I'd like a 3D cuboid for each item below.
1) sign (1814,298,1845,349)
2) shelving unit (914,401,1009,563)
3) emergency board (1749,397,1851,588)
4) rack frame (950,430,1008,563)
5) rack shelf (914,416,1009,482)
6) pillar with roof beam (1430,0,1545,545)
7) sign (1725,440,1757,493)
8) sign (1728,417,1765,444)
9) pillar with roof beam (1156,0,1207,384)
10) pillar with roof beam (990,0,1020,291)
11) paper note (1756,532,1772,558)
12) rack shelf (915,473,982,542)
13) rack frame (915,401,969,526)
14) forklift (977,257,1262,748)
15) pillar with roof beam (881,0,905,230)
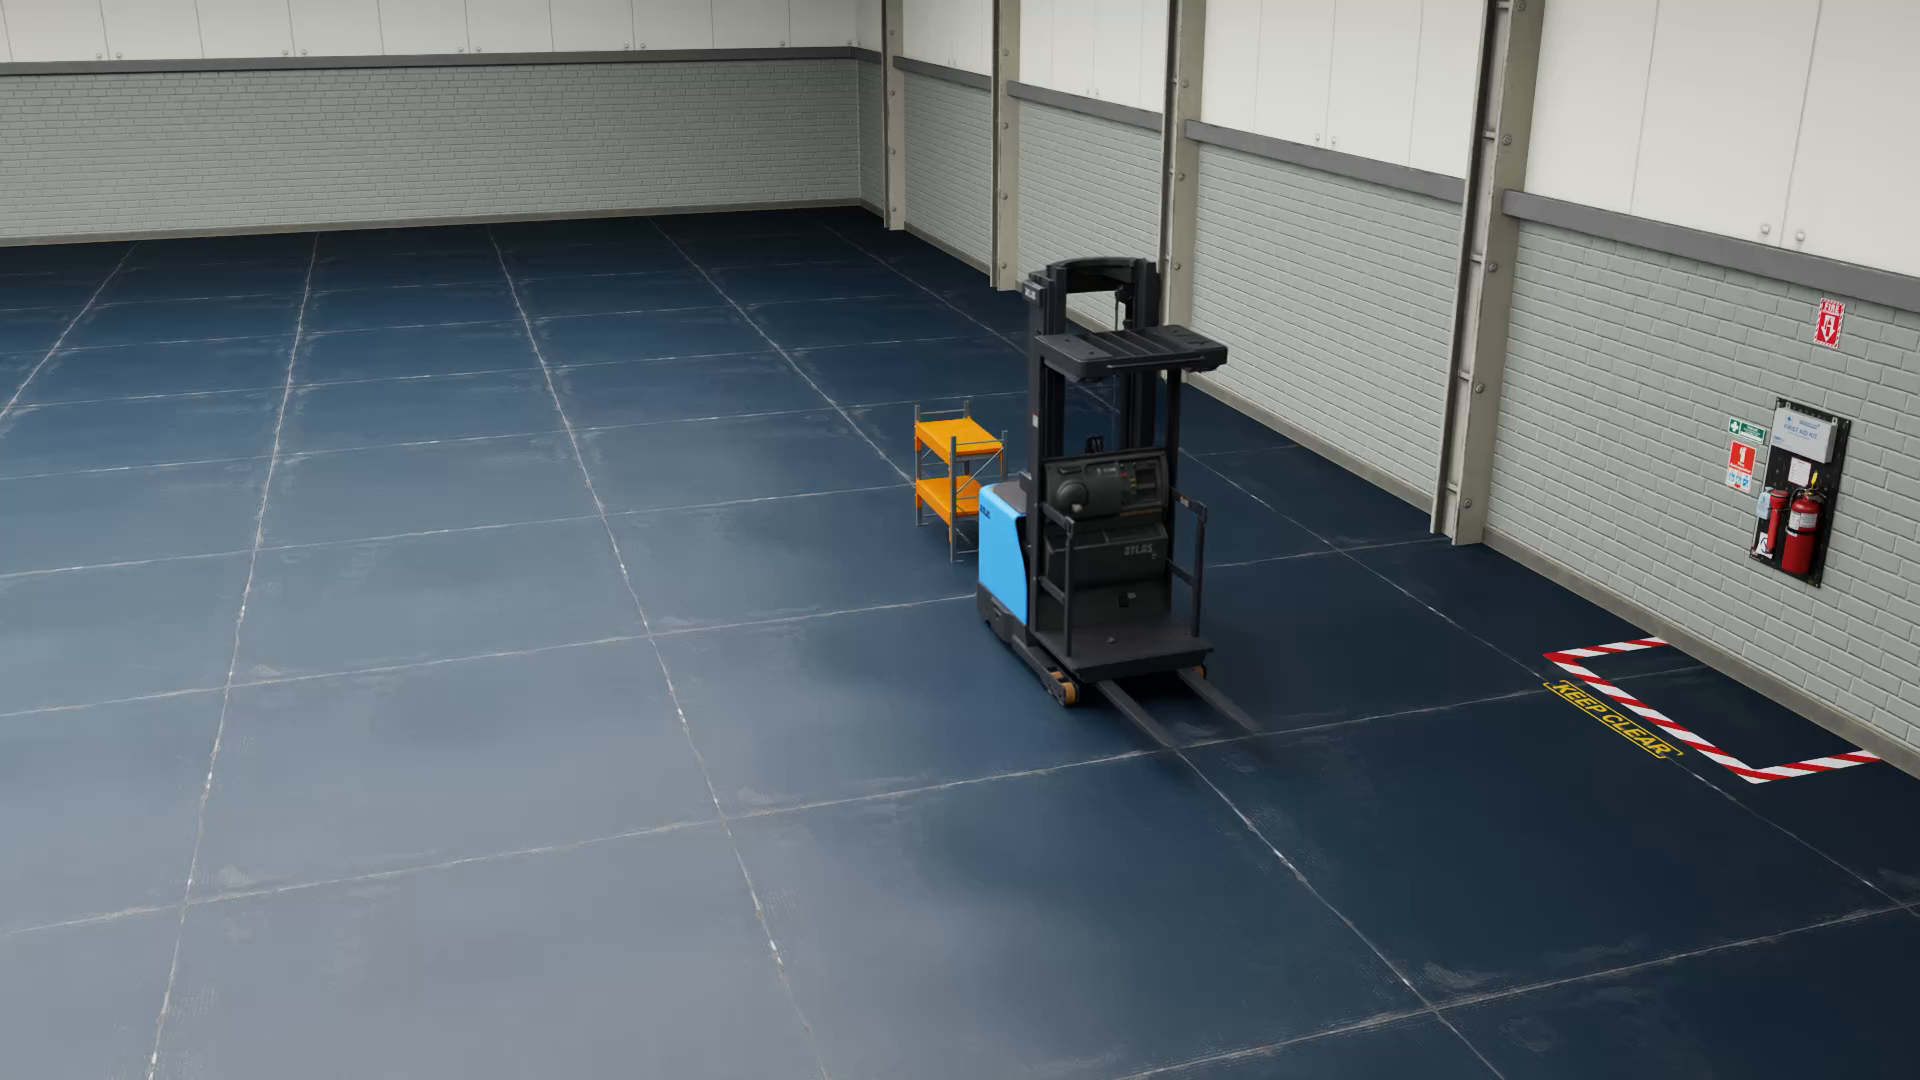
[{"bbox_3d":[5.683,-1.418,10.873,0.001,0.298,0.199,-6,21,-17],"label":"sign"},{"bbox_3d":[0.002,-0.527,14.595,0.538,1.125,1.048,-6,21,-17],"label":"shelving unit"},{"bbox_3d":[5.591,-0.314,11.228,0.194,1.169,0.643,-6,21,-17],"label":"emergency board"},{"bbox_3d":[0.162,-0.364,14.141,0.500,1.125,0.032,-6,21,-17],"label":"rack frame"},{"bbox_3d":[0.002,-0.803,14.496,0.538,0.278,1.000,-6,21,-17],"label":"rack shelf"},{"bbox_3d":[0.359,-3.808,12.082,9.100,9.000,0.400,-6,21,-17],"label":"pillar with roof beam"},{"bbox_3d":[5.515,-0.519,11.746,0.001,0.329,0.234,-6,21,-17],"label":"sign"},{"bbox_3d":[5.508,-0.766,11.650,0.001,0.109,0.331,-6,21,-17],"label":"sign"},{"bbox_3d":[-1.527,-5.734,17.442,9.100,9.000,0.400,-6,21,-17],"label":"pillar with roof beam"},{"bbox_3d":[-3.413,-7.659,22.803,9.100,9.000,0.400,-6,21,-17],"label":"pillar with roof beam"},{"bbox_3d":[5.601,0.037,11.555,0.016,0.148,0.142,-6,21,-17],"label":"paper note"},{"bbox_3d":[0.002,-0.297,14.678,0.538,0.278,1.000,-6,21,-17],"label":"rack shelf"},{"bbox_3d":[-0.158,-0.690,15.049,0.500,1.125,0.032,-6,21,-17],"label":"rack frame"},{"bbox_3d":[1.114,-0.381,11.517,1.130,2.935,3.031,-7,21,-19],"label":"forklift"},{"bbox_3d":[-5.299,-9.585,28.163,9.100,9.000,0.400,-6,21,-17],"label":"pillar with roof beam"}]
